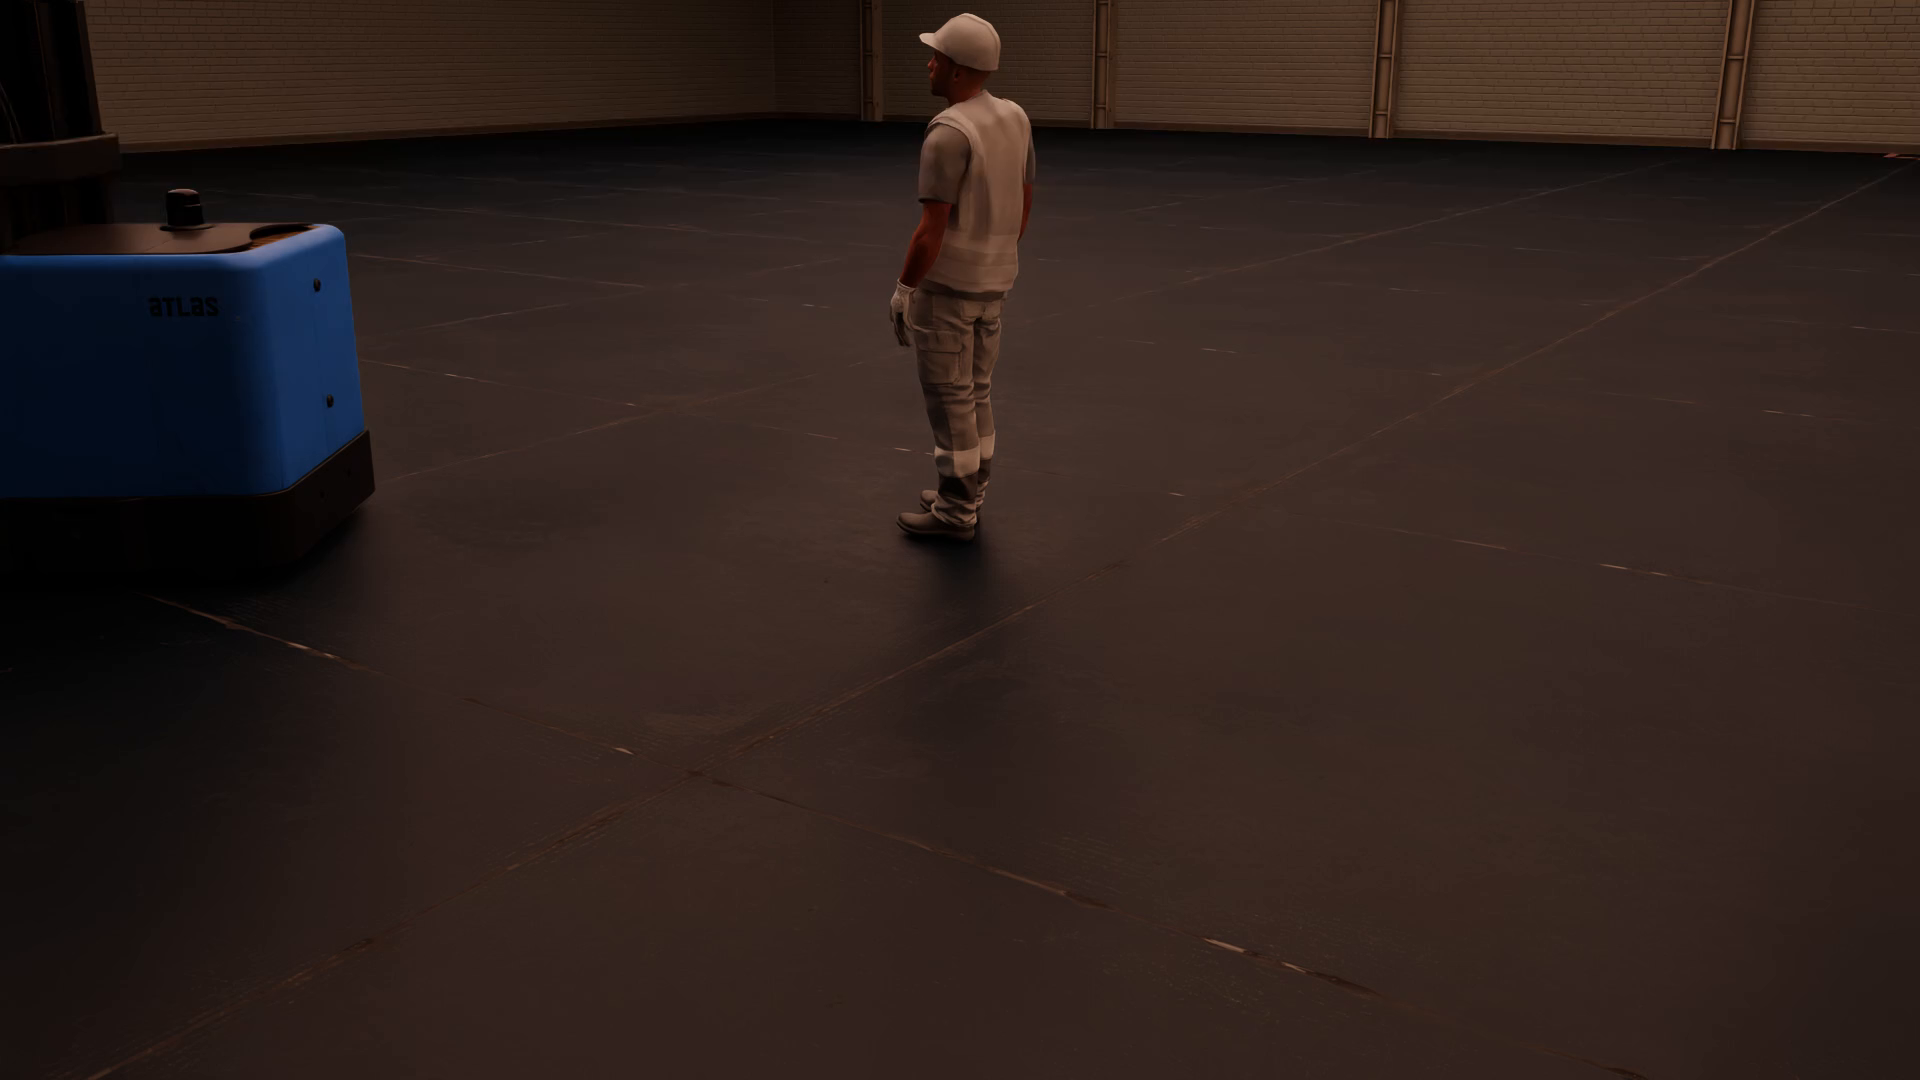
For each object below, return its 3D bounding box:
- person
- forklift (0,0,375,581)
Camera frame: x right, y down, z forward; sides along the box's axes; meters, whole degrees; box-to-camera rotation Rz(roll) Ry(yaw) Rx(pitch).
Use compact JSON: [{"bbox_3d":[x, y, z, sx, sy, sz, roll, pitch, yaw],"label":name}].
[{"bbox_3d":[-0.059,-0.880,5.743,0.564,1.787,0.637,11,20,33],"label":"person"},{"bbox_3d":[-3.715,-1.376,5.435,3.031,2.935,1.130,-1,17,-3],"label":"forklift"}]
